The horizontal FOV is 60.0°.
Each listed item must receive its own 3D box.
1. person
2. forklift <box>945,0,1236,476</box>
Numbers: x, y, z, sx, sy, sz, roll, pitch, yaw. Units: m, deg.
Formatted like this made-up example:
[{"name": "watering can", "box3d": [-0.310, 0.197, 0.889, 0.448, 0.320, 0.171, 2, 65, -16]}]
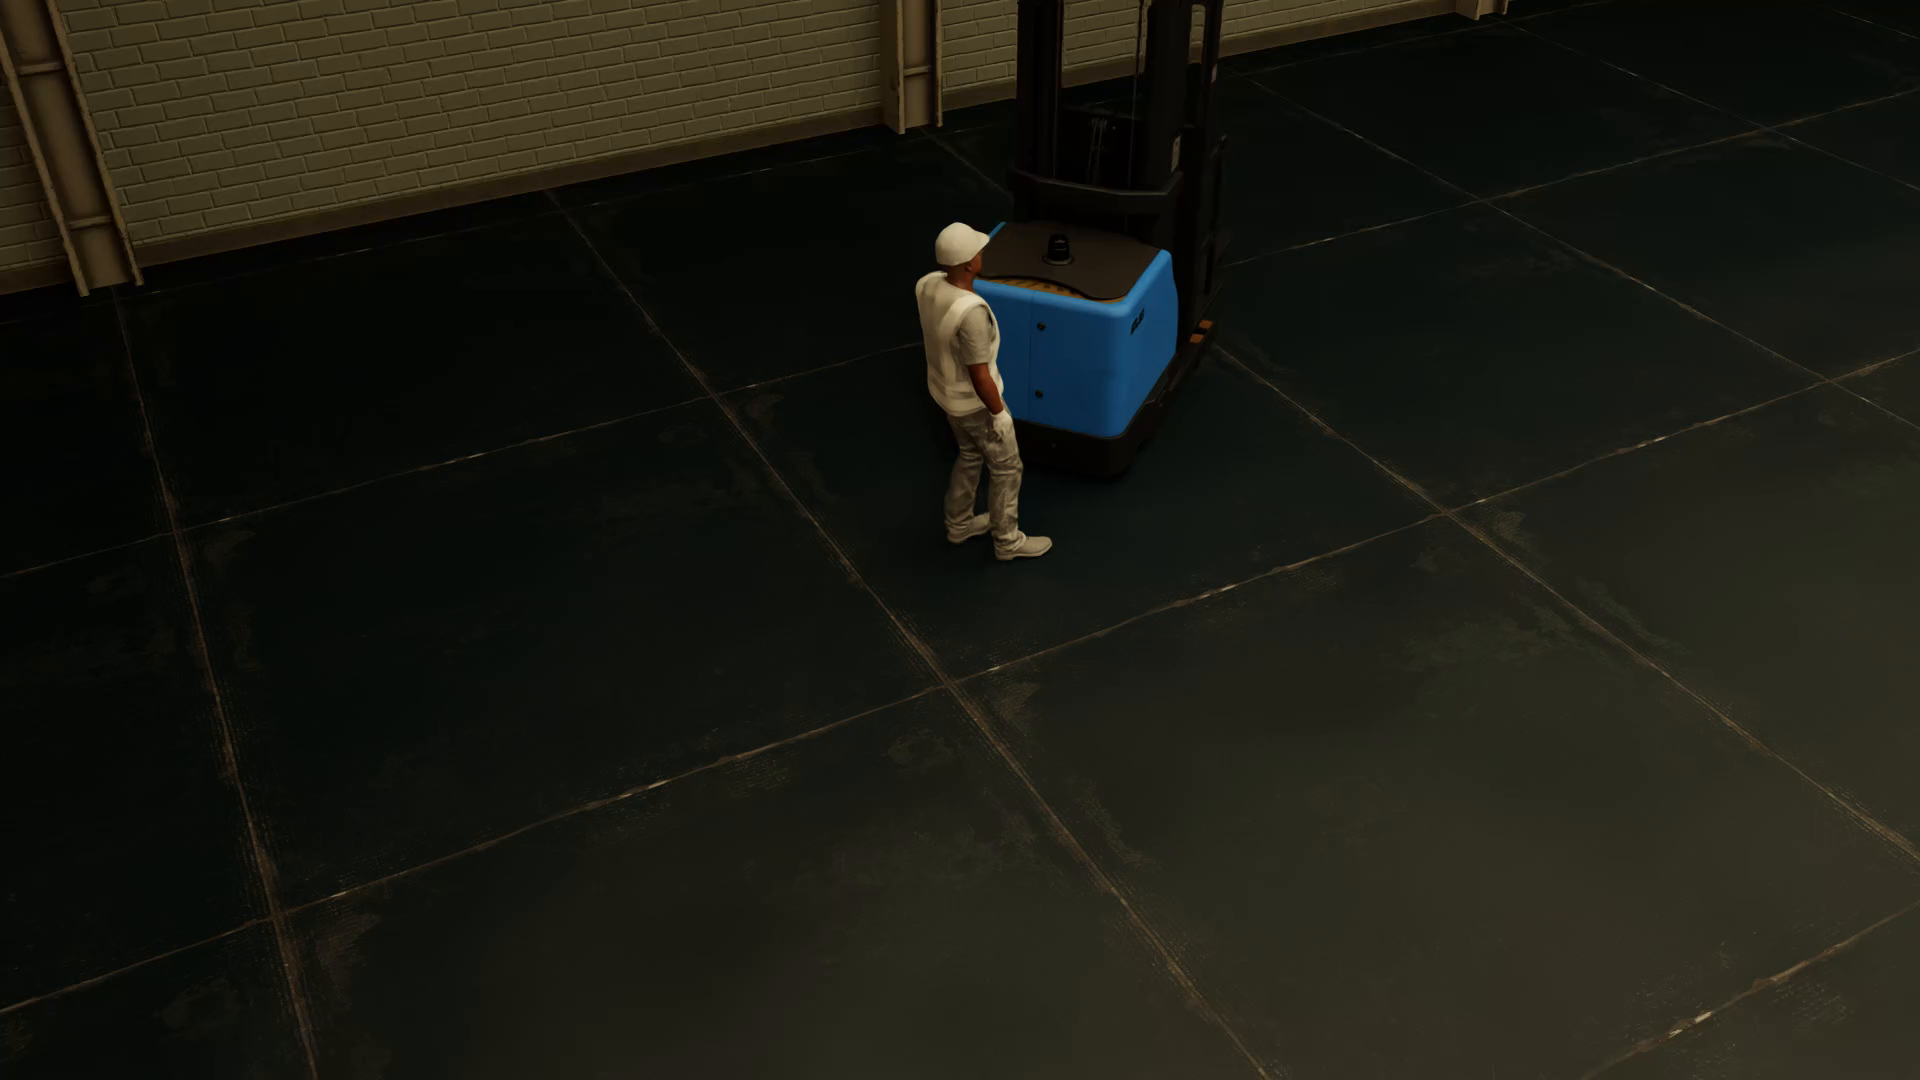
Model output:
[{"name": "person", "box3d": [0.109, -0.747, 8.194, 0.565, 1.771, 0.681, -15, 38, -20]}, {"name": "forklift", "box3d": [0.959, -2.386, 9.498, 1.130, 2.935, 3.031, 14, 38, 19]}]
